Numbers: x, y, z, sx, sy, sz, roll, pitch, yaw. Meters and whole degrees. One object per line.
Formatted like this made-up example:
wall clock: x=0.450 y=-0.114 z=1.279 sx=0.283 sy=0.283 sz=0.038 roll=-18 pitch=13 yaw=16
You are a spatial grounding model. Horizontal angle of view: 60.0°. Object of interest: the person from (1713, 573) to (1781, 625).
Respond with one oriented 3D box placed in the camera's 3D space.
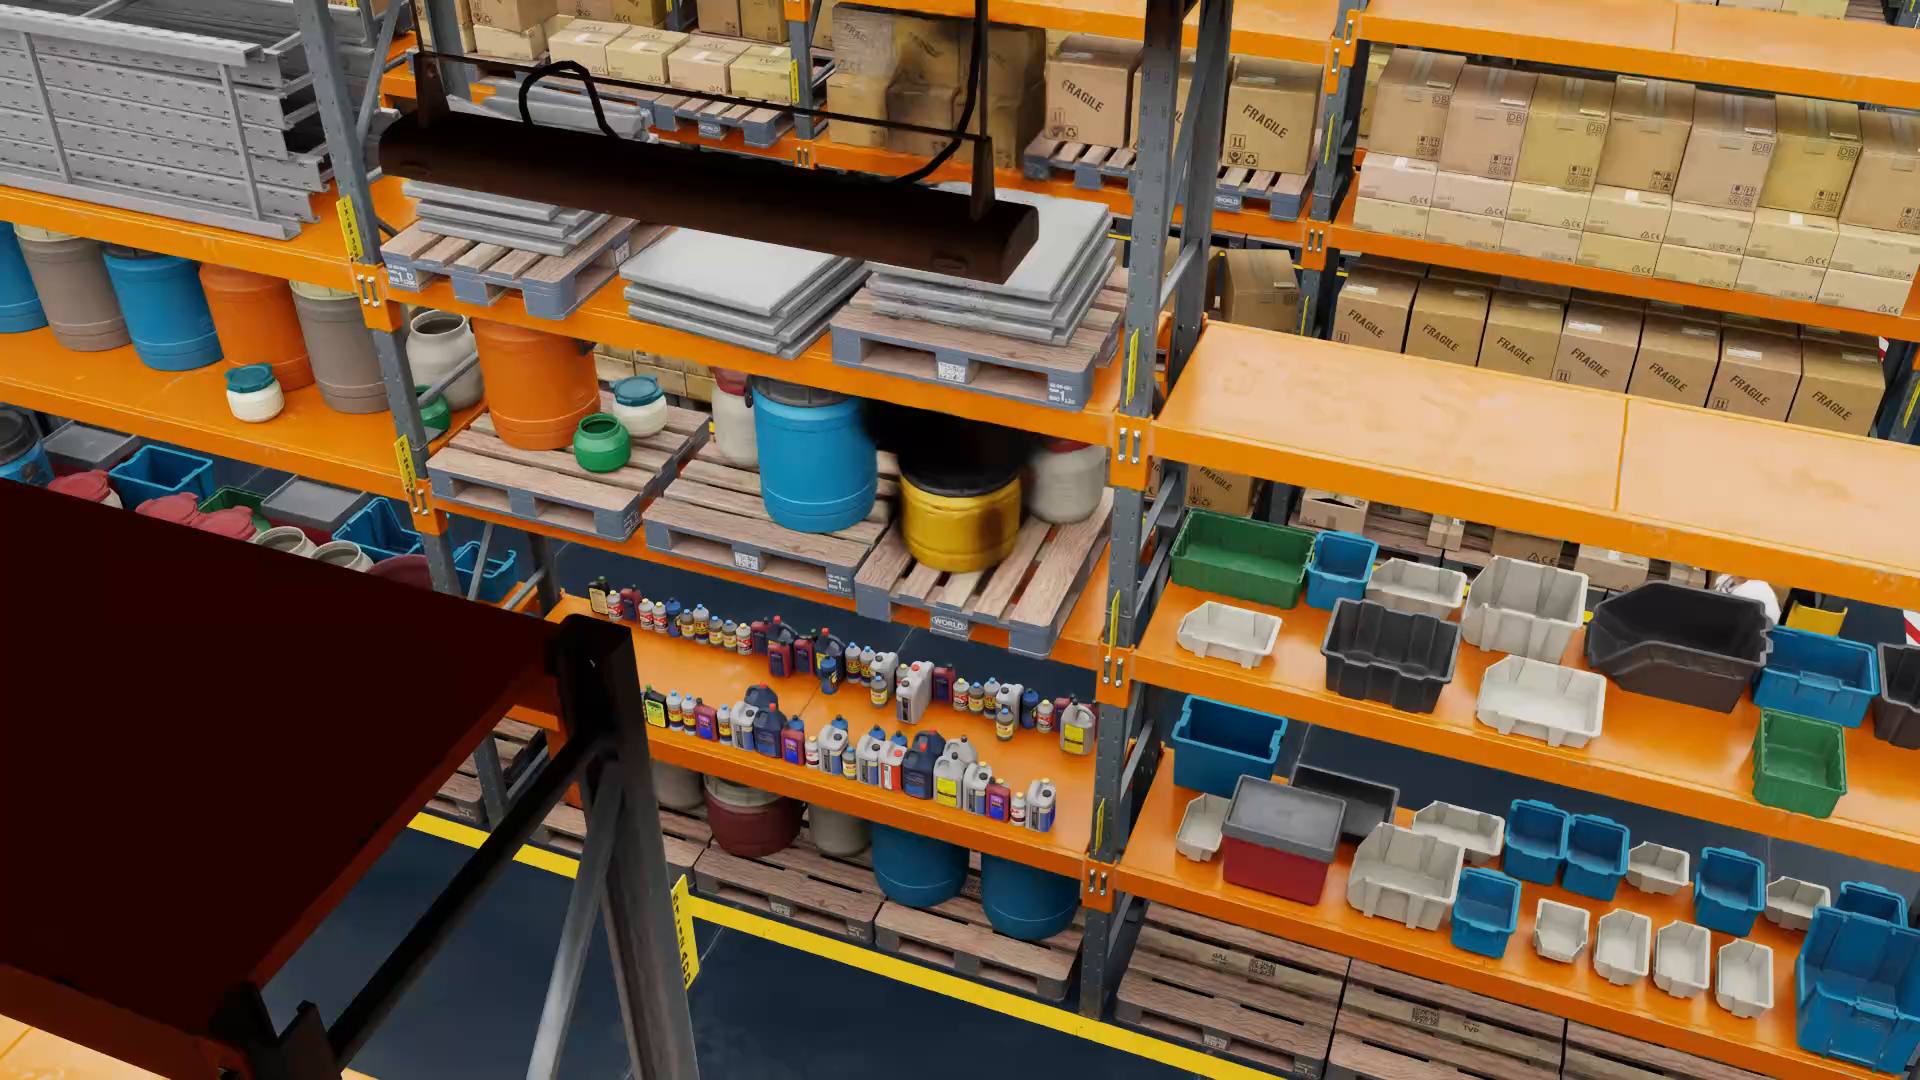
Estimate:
person: x=5.016 y=0.735 z=11.025 sx=0.670 sy=1.641 sz=0.696 roll=-2 pitch=37 yaw=-3
